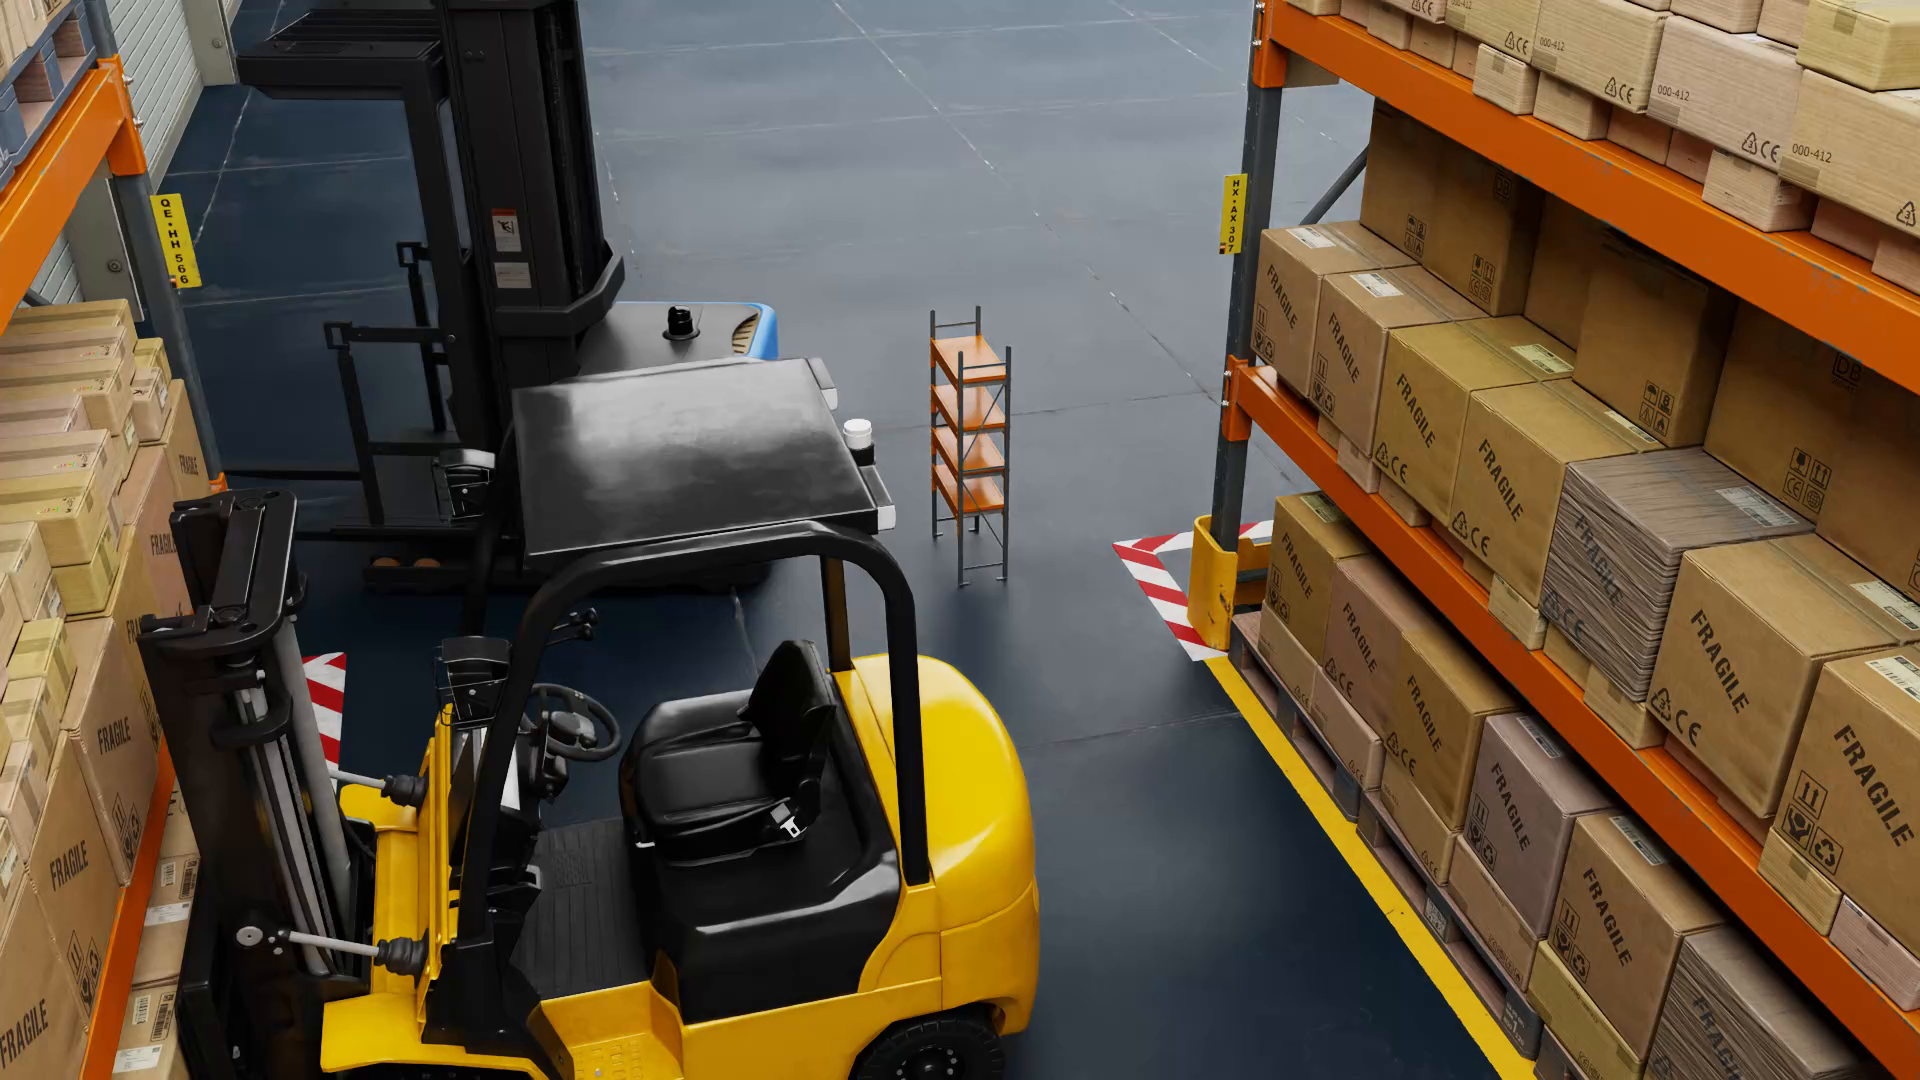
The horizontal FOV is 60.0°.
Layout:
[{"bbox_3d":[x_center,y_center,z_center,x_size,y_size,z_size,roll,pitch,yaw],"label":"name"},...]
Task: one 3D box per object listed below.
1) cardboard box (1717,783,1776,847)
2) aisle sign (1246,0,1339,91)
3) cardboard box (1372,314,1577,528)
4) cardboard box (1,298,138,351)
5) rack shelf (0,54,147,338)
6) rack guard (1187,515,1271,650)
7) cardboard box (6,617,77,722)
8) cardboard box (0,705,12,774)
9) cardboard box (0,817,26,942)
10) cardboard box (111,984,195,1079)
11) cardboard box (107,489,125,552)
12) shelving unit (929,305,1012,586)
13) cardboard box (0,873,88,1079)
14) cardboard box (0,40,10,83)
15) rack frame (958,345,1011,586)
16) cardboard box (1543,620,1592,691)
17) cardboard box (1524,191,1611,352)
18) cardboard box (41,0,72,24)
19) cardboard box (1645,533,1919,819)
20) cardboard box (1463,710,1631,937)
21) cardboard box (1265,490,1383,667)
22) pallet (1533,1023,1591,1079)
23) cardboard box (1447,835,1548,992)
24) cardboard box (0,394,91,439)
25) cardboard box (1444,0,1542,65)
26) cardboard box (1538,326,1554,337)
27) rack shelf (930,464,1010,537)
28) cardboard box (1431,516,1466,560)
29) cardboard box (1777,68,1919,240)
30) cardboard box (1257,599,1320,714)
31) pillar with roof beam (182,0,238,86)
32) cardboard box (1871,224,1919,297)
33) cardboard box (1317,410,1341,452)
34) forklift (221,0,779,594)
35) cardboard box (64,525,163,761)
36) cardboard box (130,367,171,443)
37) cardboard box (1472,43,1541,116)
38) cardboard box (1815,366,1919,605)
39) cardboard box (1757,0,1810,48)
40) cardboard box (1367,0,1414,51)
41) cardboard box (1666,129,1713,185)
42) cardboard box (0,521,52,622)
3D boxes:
[{"bbox_3d":[2.232,0.674,4.343,0.380,0.149,0.250,-8,31,-13],"label":"cardboard box"},{"bbox_3d":[1.301,-2.110,6.306,0.394,0.787,0.004,-8,31,-13],"label":"aisle sign"},{"bbox_3d":[1.751,-0.407,5.562,0.500,0.500,0.500,-8,31,-14],"label":"cardboard box"},{"bbox_3d":[-2.870,-0.642,5.321,0.380,0.149,0.250,-8,31,-13],"label":"cardboard box"},{"bbox_3d":[-2.638,-0.356,3.594,1.077,0.370,4.000,-8,31,-13],"label":"rack shelf"},{"bbox_3d":[1.636,0.122,7.540,1.175,0.500,0.348,-8,31,-13],"label":"rack guard"},{"bbox_3d":[-2.329,0.335,3.930,0.380,0.149,0.250,-8,31,-14],"label":"cardboard box"},{"bbox_3d":[-2.203,0.455,3.425,0.380,0.149,0.250,-8,31,-14],"label":"cardboard box"},{"bbox_3d":[-2.098,0.708,3.285,0.380,0.149,0.250,-7,31,-12],"label":"cardboard box"},{"bbox_3d":[-2.202,1.410,4.147,0.500,0.250,0.500,-7,31,-12],"label":"cardboard box"},{"bbox_3d":[-2.529,-0.032,4.563,0.380,0.149,0.250,-9,31,-15],"label":"cardboard box"},{"bbox_3d":[0.044,-0.439,7.811,0.258,1.200,0.503,-8,31,-13],"label":"shelving unit"},{"bbox_3d":[-2.127,1.056,3.332,0.500,0.500,0.500,-7,31,-12],"label":"cardboard box"},{"bbox_3d":[-2.641,-1.212,3.736,0.700,0.500,0.500,-8,31,-13],"label":"cardboard box"},{"bbox_3d":[0.109,-0.321,7.608,0.240,1.200,0.015,-8,31,-13],"label":"rack frame"},{"bbox_3d":[1.987,0.312,4.968,0.380,0.149,0.250,-8,31,-14],"label":"cardboard box"},{"bbox_3d":[2.324,-0.905,5.425,0.700,0.500,0.500,-8,31,-14],"label":"cardboard box"},{"bbox_3d":[-2.816,-1.720,4.614,0.500,0.500,0.500,-7,31,-12],"label":"cardboard box"},{"bbox_3d":[2.177,0.334,4.282,0.500,0.500,0.500,-7,31,-12],"label":"cardboard box"},{"bbox_3d":[1.989,0.877,5.317,0.500,0.500,0.500,-6,31,-11],"label":"cardboard box"},{"bbox_3d":[1.570,0.125,6.617,0.500,0.500,0.500,-9,31,-15],"label":"cardboard box"},{"bbox_3d":[2.465,1.823,4.890,1.003,0.211,1.213,-8,31,-13],"label":"pallet"},{"bbox_3d":[1.980,1.192,5.522,0.500,0.250,0.500,-7,31,-13],"label":"cardboard box"},{"bbox_3d":[-2.685,-0.275,4.686,0.380,0.149,0.250,-8,31,-13],"label":"cardboard box"},{"bbox_3d":[1.778,-1.589,4.860,0.500,0.250,0.500,-7,31,-12],"label":"cardboard box"},{"bbox_3d":[2.284,-0.458,5.651,0.500,0.500,0.500,-8,31,-13],"label":"cardboard box"},{"bbox_3d":[0.044,-0.209,7.944,0.258,0.148,0.480,-8,31,-13],"label":"rack shelf"},{"bbox_3d":[1.832,-0.068,5.624,0.380,0.149,0.250,-7,31,-12],"label":"cardboard box"},{"bbox_3d":[2.166,-0.848,3.579,0.500,0.250,0.500,-8,31,-14],"label":"cardboard box"},{"bbox_3d":[1.563,0.438,6.824,0.500,0.250,0.500,-8,31,-14],"label":"cardboard box"},{"bbox_3d":[-2.887,-8.843,14.545,9.100,9.000,0.400,-8,31,-13],"label":"pillar with roof beam"},{"bbox_3d":[2.227,-0.620,3.583,0.380,0.149,0.250,-8,31,-13],"label":"cardboard box"},{"bbox_3d":[1.580,-0.437,6.262,0.380,0.149,0.250,-9,31,-15],"label":"cardboard box"},{"bbox_3d":[-2.405,-1.279,7.533,3.031,2.935,1.130,1,30,1],"label":"forklift"},{"bbox_3d":[-2.520,0.324,4.596,0.500,0.500,0.500,-8,31,-14],"label":"cardboard box"},{"bbox_3d":[-2.710,-0.409,5.215,0.380,0.149,0.250,-7,31,-12],"label":"cardboard box"},{"bbox_3d":[1.738,-1.359,4.860,0.380,0.149,0.250,-7,31,-13],"label":"cardboard box"},{"bbox_3d":[2.656,-0.160,4.138,0.700,0.500,0.500,-8,31,-13],"label":"cardboard box"},{"bbox_3d":[2.092,-1.224,3.831,0.380,0.149,0.250,-8,31,-14],"label":"cardboard box"},{"bbox_3d":[1.584,-1.735,5.510,0.380,0.149,0.250,-7,31,-12],"label":"cardboard box"},{"bbox_3d":[2.053,-1.001,4.242,0.380,0.149,0.250,-7,31,-12],"label":"cardboard box"},{"bbox_3d":[-2.458,0.098,4.043,0.380,0.149,0.250,-7,31,-13],"label":"cardboard box"}]
